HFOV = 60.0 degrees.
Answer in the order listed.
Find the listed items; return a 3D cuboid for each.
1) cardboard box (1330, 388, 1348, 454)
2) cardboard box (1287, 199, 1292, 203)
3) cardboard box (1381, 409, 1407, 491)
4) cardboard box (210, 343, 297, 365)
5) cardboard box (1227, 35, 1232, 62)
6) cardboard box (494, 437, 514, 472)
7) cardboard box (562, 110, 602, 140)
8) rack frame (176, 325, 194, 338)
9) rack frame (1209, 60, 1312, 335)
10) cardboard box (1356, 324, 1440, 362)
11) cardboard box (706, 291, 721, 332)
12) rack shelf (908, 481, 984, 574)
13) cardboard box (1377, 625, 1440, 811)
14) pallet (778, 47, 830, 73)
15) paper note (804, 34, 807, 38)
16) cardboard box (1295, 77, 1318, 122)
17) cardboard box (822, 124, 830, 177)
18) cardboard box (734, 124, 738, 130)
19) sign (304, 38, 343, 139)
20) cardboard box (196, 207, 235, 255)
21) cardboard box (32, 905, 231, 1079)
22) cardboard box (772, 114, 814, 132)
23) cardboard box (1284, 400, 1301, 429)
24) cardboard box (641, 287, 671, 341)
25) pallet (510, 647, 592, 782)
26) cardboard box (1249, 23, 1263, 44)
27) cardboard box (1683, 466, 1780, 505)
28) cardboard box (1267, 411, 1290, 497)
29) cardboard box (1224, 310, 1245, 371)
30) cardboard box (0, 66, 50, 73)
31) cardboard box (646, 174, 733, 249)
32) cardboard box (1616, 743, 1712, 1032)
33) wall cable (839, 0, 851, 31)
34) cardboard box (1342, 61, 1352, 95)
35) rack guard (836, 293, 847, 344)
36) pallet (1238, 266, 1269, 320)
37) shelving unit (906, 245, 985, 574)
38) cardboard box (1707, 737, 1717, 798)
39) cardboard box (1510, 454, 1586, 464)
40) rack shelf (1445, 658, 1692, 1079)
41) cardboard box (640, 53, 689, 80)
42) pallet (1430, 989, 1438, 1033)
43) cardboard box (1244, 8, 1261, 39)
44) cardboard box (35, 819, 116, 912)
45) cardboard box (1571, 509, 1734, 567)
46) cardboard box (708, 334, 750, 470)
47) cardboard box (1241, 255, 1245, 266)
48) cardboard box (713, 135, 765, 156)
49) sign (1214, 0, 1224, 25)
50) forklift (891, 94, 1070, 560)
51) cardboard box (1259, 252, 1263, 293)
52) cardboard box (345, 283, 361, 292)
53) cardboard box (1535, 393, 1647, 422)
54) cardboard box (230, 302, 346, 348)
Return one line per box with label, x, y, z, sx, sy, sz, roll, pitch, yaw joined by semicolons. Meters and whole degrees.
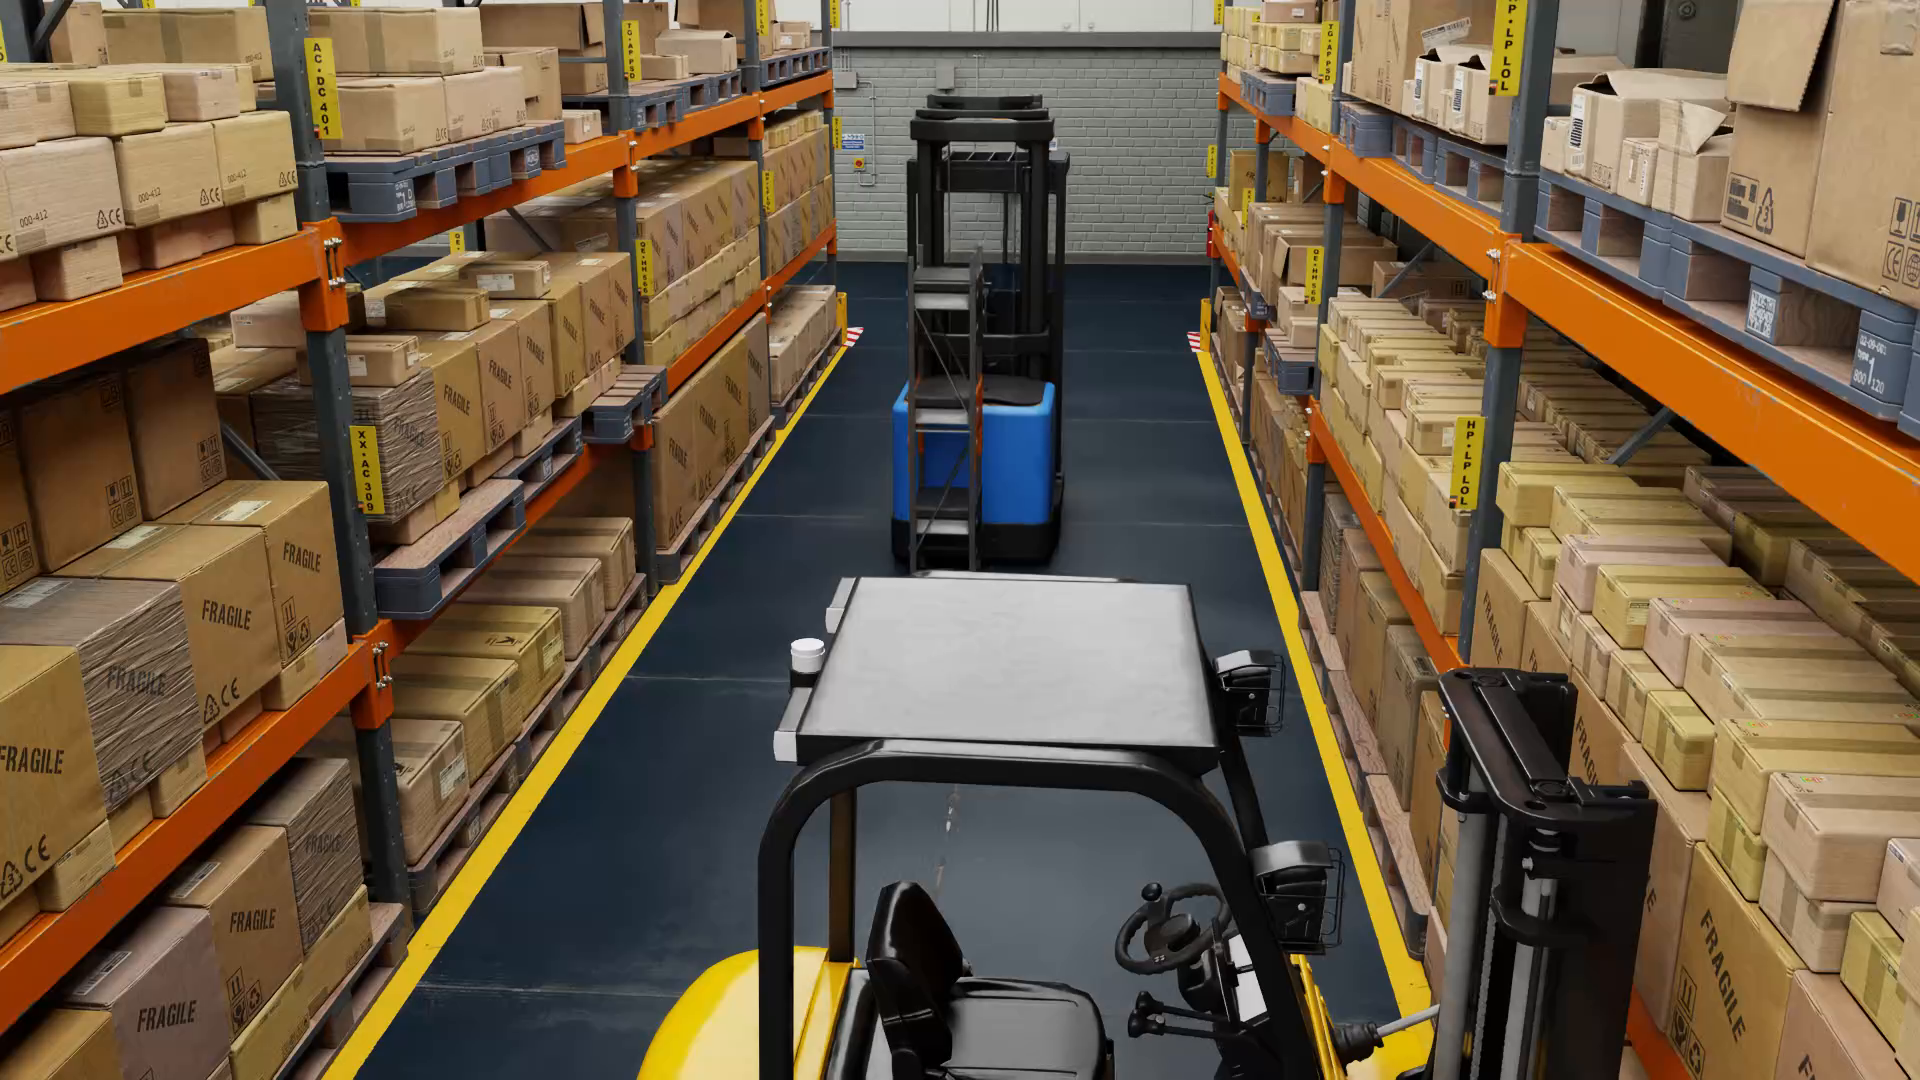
cardboard box;2.244;-0.622;8.745;0.500;0.250;0.500;1;18;3
cardboard box;3.287;-3.074;15.750;0.500;0.250;0.500;2;18;6
cardboard box;2.126;-0.383;7.212;0.500;0.250;0.500;2;18;5
cardboard box;-2.839;-0.540;6.942;0.500;0.500;0.500;1;18;4
cardboard box;2.814;-4.672;15.810;0.500;0.250;0.500;2;18;5
cardboard box;-2.272;-0.417;7.607;0.380;0.149;0.250;1;18;4
cardboard box;-2.204;-2.295;9.196;0.380;0.149;0.250;1;18;4
rack frame;-7.049;-2.413;13.970;1.000;3.000;0.127;1;18;4
rack frame;3.134;-3.467;17.185;1.000;3.000;0.127;1;18;4
cardboard box;2.227;-1.000;8.457;0.380;0.149;0.250;1;18;5
cardboard box;-2.010;-1.643;11.860;0.500;0.250;0.500;1;18;4
rack shelf;-0.085;-0.056;10.513;0.431;0.518;0.480;2;18;5
cardboard box;2.363;0.786;7.346;0.875;0.625;0.625;1;18;3
pallet;-1.860;-4.729;16.362;1.003;0.211;1.213;1;18;4
paper note;-1.387;-4.538;14.956;0.006;0.032;0.123;1;18;4
cardboard box;2.426;-2.812;10.612;0.500;0.250;0.500;1;18;4
cardboard box;-1.614;-3.944;16.875;0.500;0.500;0.500;2;18;6
cardboard box;-2.242;-3.740;15.211;0.380;0.149;0.250;1;18;4
sign;-2.136;-1.511;5.568;0.100;0.325;0.005;1;18;4
cardboard box;-2.502;-0.974;5.164;0.380;0.149;0.250;2;18;5
cardboard box;-2.522;1.408;4.847;0.500;0.500;0.500;2;18;7
cardboard box;-1.631;-4.052;16.165;0.380;0.149;0.250;2;18;5
cardboard box;2.466;-0.872;11.565;0.380;0.149;0.250;0;18;1
cardboard box;-2.108;-1.410;10.346;0.500;0.250;0.500;1;18;4
pallet;-2.538;0.854;8.477;1.003;0.211;1.213;1;18;4
cardboard box;2.388;-3.836;12.585;0.380;0.149;0.250;2;18;6
cardboard box;2.552;-0.131;5.325;0.380;0.149;0.250;1;18;4
cardboard box;2.476;-0.609;11.805;0.500;0.500;0.500;1;18;2
cardboard box;2.758;-1.864;15.634;0.500;0.500;0.500;2;18;5
cardboard box;-3.015;-1.362;5.069;0.380;0.149;0.250;2;18;6
cardboard box;-1.971;-2.394;12.146;0.500;0.500;0.500;2;18;6
cardboard box;1.868;0.820;3.942;0.500;0.500;0.500;1;18;4
wall cable;-1.690;-8.200;21.996;0.463;3.000;0.029;1;18;4
cardboard box;2.233;-2.442;8.781;0.380;0.166;0.250;1;18;4
rack guard;-1.816;-2.396;17.932;1.175;0.500;0.348;1;18;4
pallet;2.681;-1.887;12.674;1.003;0.211;1.213;1;18;4
shelving unit;-0.085;-0.734;10.291;0.431;2.100;0.503;2;18;5
cardboard box;1.908;0.559;3.699;0.380;0.149;0.250;1;18;4
cardboard box;2.077;-0.206;6.033;0.380;0.149;0.250;2;18;6
rack shelf;2.130;1.223;4.027;1.077;0.370;4.000;1;18;4
cardboard box;-2.090;-3.257;11.430;0.380;0.166;0.250;3;18;9
pallet;2.175;1.832;5.494;1.003;0.211;1.213;1;18;4
cardboard box;2.716;-4.434;14.282;0.500;0.250;0.500;2;18;5
cardboard box;-2.497;0.852;4.409;0.380;0.149;0.250;1;18;4
cardboard box;2.017;0.018;4.870;0.380;0.149;0.250;1;18;3
cardboard box;-2.126;-1.049;12.544;0.875;0.875;0.875;2;18;6
cardboard box;2.610;-2.372;14.248;0.380;0.149;0.250;2;18;5
cardboard box;-1.823;-3.257;13.738;0.380;0.149;0.250;1;18;3
sign;2.593;-5.319;16.619;0.100;0.325;0.005;1;18;4
forklift;0.203;-1.677;11.835;1.130;2.935;3.031;2;18;5
cardboard box;2.365;-1.937;12.058;0.396;0.266;0.258;2;18;7
cardboard box;-6.547;-2.613;17.528;0.380;0.149;0.250;1;18;5
cardboard box;2.644;-0.516;6.978;0.380;0.149;0.250;1;18;4
cardboard box;-2.833;-0.909;7.024;0.380;0.149;0.250;1;18;2
